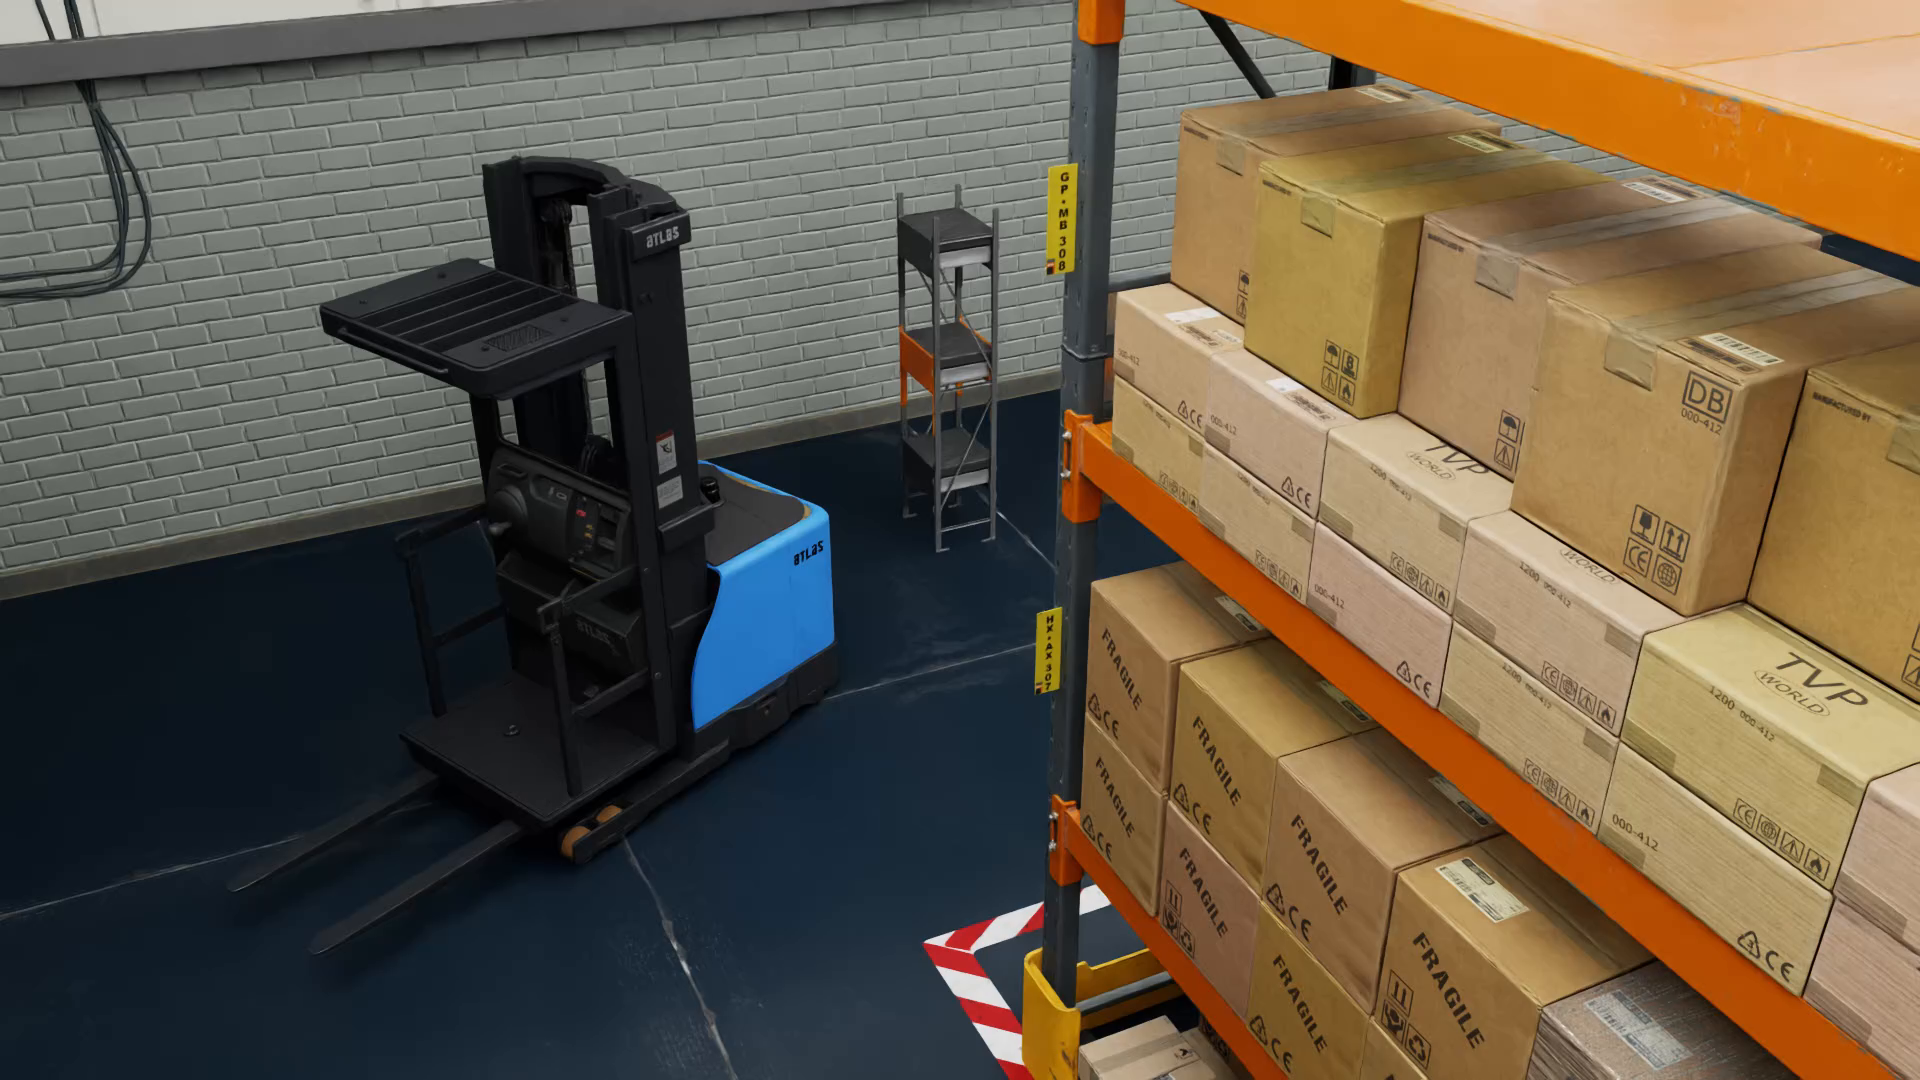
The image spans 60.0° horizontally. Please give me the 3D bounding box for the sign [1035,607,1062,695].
[{"bbox_3d":[0.301,0.375,5.602,0.100,0.325,0.005,-13,32,-22],"label":"sign"}]

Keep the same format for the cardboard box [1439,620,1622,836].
[{"bbox_3d":[1.421,0.340,3.636,0.500,0.250,0.500,-13,32,-22],"label":"cardboard box"}]

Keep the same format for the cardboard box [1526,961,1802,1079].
[{"bbox_3d":[1.619,1.309,3.698,0.500,0.500,0.500,-13,32,-22],"label":"cardboard box"}]

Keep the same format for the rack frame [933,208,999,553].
[{"bbox_3d":[0.034,-0.881,9.648,0.400,2.100,0.015,-13,32,-22],"label":"rack frame"}]

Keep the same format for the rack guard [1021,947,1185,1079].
[{"bbox_3d":[0.823,1.763,6.568,1.175,0.500,0.348,-13,32,-22],"label":"rack guard"}]

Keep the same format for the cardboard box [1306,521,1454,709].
[{"bbox_3d":[1.201,0.120,4.028,0.500,0.250,0.500,-13,32,-22],"label":"cardboard box"}]

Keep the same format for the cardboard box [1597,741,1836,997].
[{"bbox_3d":[1.632,0.562,3.241,0.500,0.250,0.500,-13,32,-22],"label":"cardboard box"}]

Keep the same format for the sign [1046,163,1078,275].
[{"bbox_3d":[0.301,-0.937,4.866,0.100,0.325,0.005,-13,32,-22],"label":"sign"}]

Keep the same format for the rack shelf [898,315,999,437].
[{"bbox_3d":[-0.071,-0.977,9.846,0.431,0.518,0.480,-13,32,-22],"label":"rack shelf"}]

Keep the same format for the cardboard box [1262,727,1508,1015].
[{"bbox_3d":[1.185,0.862,4.495,0.500,0.500,0.500,-13,32,-21],"label":"cardboard box"}]

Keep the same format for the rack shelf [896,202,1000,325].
[{"bbox_3d":[-0.071,-1.588,9.504,0.431,0.518,0.480,-13,32,-22],"label":"rack shelf"}]

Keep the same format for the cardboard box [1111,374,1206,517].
[{"bbox_3d":[0.782,-0.324,4.820,0.500,0.250,0.500,-13,32,-22],"label":"cardboard box"}]

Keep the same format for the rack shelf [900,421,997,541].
[{"bbox_3d":[-0.071,-0.367,10.189,0.431,0.518,0.480,-13,32,-22],"label":"rack shelf"}]

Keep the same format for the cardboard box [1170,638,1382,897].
[{"bbox_3d":[0.974,0.640,4.891,0.500,0.500,0.500,-13,32,-21],"label":"cardboard box"}]

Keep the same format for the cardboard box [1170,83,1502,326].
[{"bbox_3d":[1.026,-0.926,4.616,0.700,0.500,0.500,-13,32,-22],"label":"cardboard box"}]

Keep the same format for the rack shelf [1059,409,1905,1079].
[{"bbox_3d":[1.649,0.528,3.884,1.077,0.370,4.000,-13,32,-22],"label":"rack shelf"}]

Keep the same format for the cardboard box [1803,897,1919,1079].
[{"bbox_3d":[1.854,0.781,2.850,0.500,0.250,0.500,-13,32,-22],"label":"cardboard box"}]

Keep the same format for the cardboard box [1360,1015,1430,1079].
[{"bbox_3d":[1.395,1.517,4.349,0.500,0.500,0.500,-13,32,-21],"label":"cardboard box"}]

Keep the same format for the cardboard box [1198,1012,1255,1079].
[{"bbox_3d":[1.247,1.726,6.184,0.500,0.500,0.500,-13,32,-22],"label":"cardboard box"}]

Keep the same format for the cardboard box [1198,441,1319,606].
[{"bbox_3d":[0.985,-0.100,4.421,0.500,0.250,0.500,-13,32,-22],"label":"cardboard box"}]

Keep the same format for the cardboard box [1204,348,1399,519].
[{"bbox_3d":[0.984,-0.318,4.299,0.500,0.250,0.500,-13,32,-22],"label":"cardboard box"}]

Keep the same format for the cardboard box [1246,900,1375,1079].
[{"bbox_3d":[1.182,1.296,4.743,0.500,0.500,0.500,-13,32,-22],"label":"cardboard box"}]

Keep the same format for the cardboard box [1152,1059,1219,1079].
[{"bbox_3d":[0.767,2.050,5.947,0.380,0.166,0.250,-13,32,-22],"label":"cardboard box"}]

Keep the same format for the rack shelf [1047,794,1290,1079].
[{"bbox_3d":[1.649,1.836,4.617,1.077,0.370,4.000,-13,32,-22],"label":"rack shelf"}]

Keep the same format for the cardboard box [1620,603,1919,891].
[{"bbox_3d":[1.630,0.344,3.118,0.500,0.250,0.500,-13,32,-22],"label":"cardboard box"}]

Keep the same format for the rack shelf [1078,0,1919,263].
[{"bbox_3d":[1.649,-0.779,3.151,1.077,0.370,4.000,-13,32,-22],"label":"rack shelf"}]

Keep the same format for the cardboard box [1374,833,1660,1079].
[{"bbox_3d":[1.404,1.086,4.095,0.500,0.500,0.500,-13,32,-22],"label":"cardboard box"}]

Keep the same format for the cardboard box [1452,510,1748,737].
[{"bbox_3d":[1.416,0.123,3.512,0.500,0.250,0.500,-13,32,-22],"label":"cardboard box"}]

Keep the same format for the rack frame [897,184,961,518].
[{"bbox_3d":[-0.176,-1.097,10.032,0.400,2.100,0.015,-13,32,-22],"label":"rack frame"}]

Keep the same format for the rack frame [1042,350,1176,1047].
[{"bbox_3d":[0.791,0.639,6.017,1.000,3.000,0.127,-13,32,-22],"label":"rack frame"}]

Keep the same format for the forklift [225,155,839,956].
[{"bbox_3d":[-1.948,-0.078,7.364,1.130,2.935,3.031,21,36,33],"label":"forklift"}]

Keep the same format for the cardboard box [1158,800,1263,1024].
[{"bbox_3d":[0.969,1.073,5.140,0.500,0.500,0.500,-13,32,-22],"label":"cardboard box"}]

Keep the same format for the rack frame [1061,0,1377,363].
[{"bbox_3d":[0.791,-1.978,4.549,1.000,3.000,0.127,-13,32,-22],"label":"rack frame"}]

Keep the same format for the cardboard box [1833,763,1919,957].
[{"bbox_3d":[1.842,0.565,2.723,0.500,0.250,0.500,-13,32,-22],"label":"cardboard box"}]

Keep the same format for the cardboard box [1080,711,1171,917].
[{"bbox_3d":[0.743,0.847,5.544,0.500,0.500,0.500,-12,32,-21],"label":"cardboard box"}]

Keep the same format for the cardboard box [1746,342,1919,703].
[{"bbox_3d":[1.958,-0.059,3.070,0.700,0.500,0.500,-13,32,-22],"label":"cardboard box"}]

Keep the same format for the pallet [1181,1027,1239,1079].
[{"bbox_3d":[1.167,2.241,6.011,1.003,0.211,1.213,-13,32,-22],"label":"pallet"}]

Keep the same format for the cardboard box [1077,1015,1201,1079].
[{"bbox_3d":[0.660,1.948,6.148,0.380,0.149,0.250,-13,32,-22],"label":"cardboard box"}]

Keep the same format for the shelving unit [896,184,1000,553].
[{"bbox_3d":[-0.071,-0.989,9.840,0.431,2.100,0.503,-13,32,-22],"label":"shelving unit"}]

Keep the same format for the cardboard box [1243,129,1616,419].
[{"bbox_3d":[1.164,-0.687,4.190,0.700,0.500,0.500,-13,32,-22],"label":"cardboard box"}]

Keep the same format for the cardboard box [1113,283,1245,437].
[{"bbox_3d":[0.776,-0.541,4.695,0.500,0.250,0.500,-13,32,-22],"label":"cardboard box"}]

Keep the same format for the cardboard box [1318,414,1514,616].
[{"bbox_3d":[1.205,-0.099,3.907,0.500,0.250,0.500,-13,32,-22],"label":"cardboard box"}]

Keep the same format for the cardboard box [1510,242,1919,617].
[{"bbox_3d":[1.606,-0.248,3.407,0.700,0.500,0.500,-13,32,-22],"label":"cardboard box"}]

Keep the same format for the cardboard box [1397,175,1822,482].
[{"bbox_3d":[1.476,-0.489,3.836,0.700,0.500,0.500,-13,32,-22],"label":"cardboard box"}]

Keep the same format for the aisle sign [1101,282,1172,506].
[{"bbox_3d":[0.496,-0.464,5.325,0.394,0.787,0.004,-13,32,-22],"label":"aisle sign"}]

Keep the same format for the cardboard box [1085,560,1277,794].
[{"bbox_3d":[0.743,0.410,5.299,0.500,0.500,0.500,-12,31,-20],"label":"cardboard box"}]

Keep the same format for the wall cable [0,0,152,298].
[{"bbox_3d":[-5.787,-2.155,8.040,3.097,2.526,0.112,-13,32,-22],"label":"wall cable"}]
